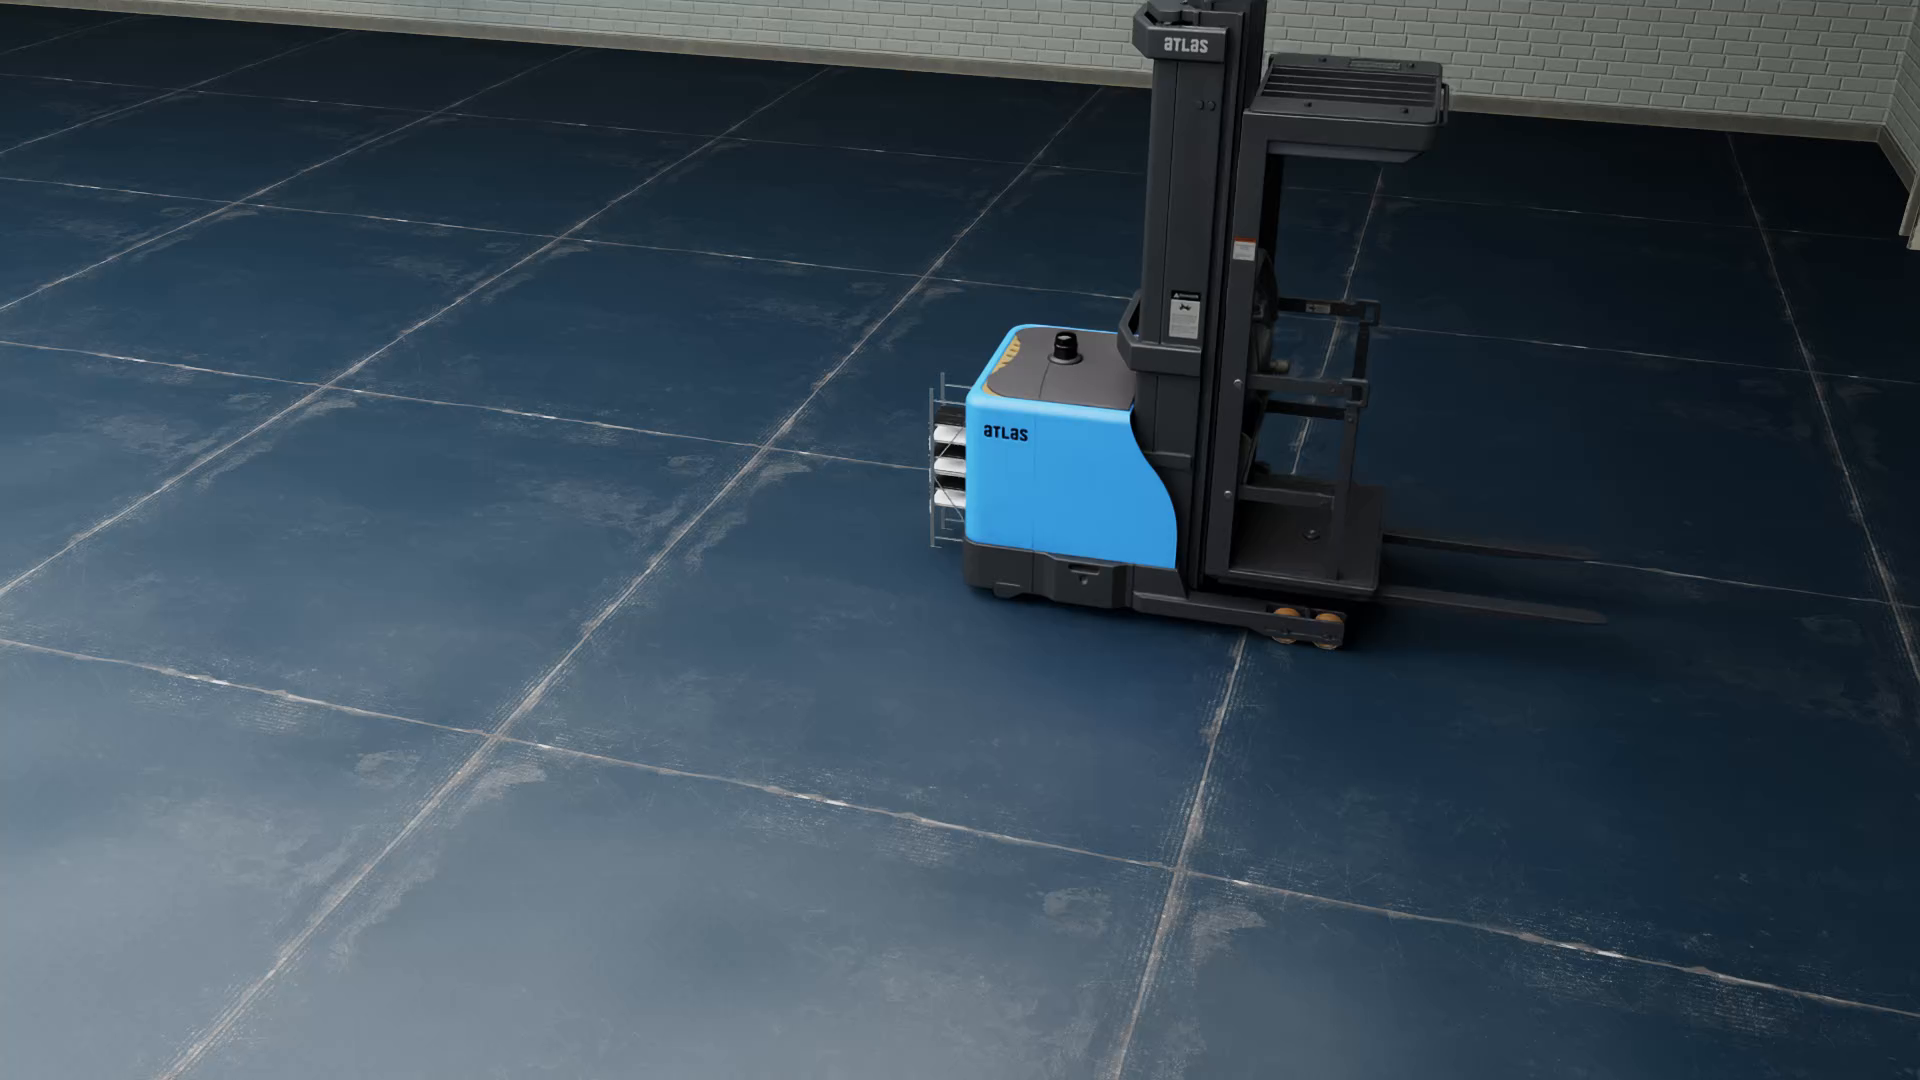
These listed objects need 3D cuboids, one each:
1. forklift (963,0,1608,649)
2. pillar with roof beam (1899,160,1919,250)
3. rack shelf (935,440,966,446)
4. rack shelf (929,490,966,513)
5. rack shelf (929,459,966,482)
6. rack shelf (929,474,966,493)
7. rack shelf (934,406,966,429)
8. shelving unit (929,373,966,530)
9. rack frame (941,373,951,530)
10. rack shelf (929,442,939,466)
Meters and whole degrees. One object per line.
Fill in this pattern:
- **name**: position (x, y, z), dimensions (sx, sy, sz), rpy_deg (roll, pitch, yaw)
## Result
- **forklift**: position (1.589, -1.026, 7.645), dimensions (3.031, 2.867, 1.129), rpy_deg (8, 30, 13)
- **pillar with roof beam**: position (3.368, -6.852, 11.811), dimensions (9.100, 9.000, 0.400), rpy_deg (8, 30, 15)
- **rack shelf**: position (-0.008, -0.531, 8.446), dimensions (0.199, 0.015, 0.184), rpy_deg (8, 30, 13)
- **rack shelf**: position (-0.008, -0.203, 8.627), dimensions (0.258, 0.077, 0.200), rpy_deg (8, 30, 13)
- **rack shelf**: position (-0.008, -0.361, 8.540), dimensions (0.258, 0.077, 0.200), rpy_deg (8, 30, 13)
- **rack shelf**: position (-0.008, -0.282, 8.584), dimensions (0.258, 0.077, 0.200), rpy_deg (8, 30, 13)
- **rack shelf**: position (-0.008, -0.615, 8.400), dimensions (0.221, 0.026, 0.190), rpy_deg (8, 30, 13)
- **shelving unit**: position (-0.008, -0.391, 8.526), dimensions (0.258, 0.900, 0.205), rpy_deg (8, 30, 13)
- **rack frame**: position (0.019, -0.437, 8.610), dimensions (0.240, 0.900, 0.006), rpy_deg (8, 30, 13)
- **rack shelf**: position (-0.008, -0.439, 8.497), dimensions (0.258, 0.077, 0.200), rpy_deg (8, 30, 13)
